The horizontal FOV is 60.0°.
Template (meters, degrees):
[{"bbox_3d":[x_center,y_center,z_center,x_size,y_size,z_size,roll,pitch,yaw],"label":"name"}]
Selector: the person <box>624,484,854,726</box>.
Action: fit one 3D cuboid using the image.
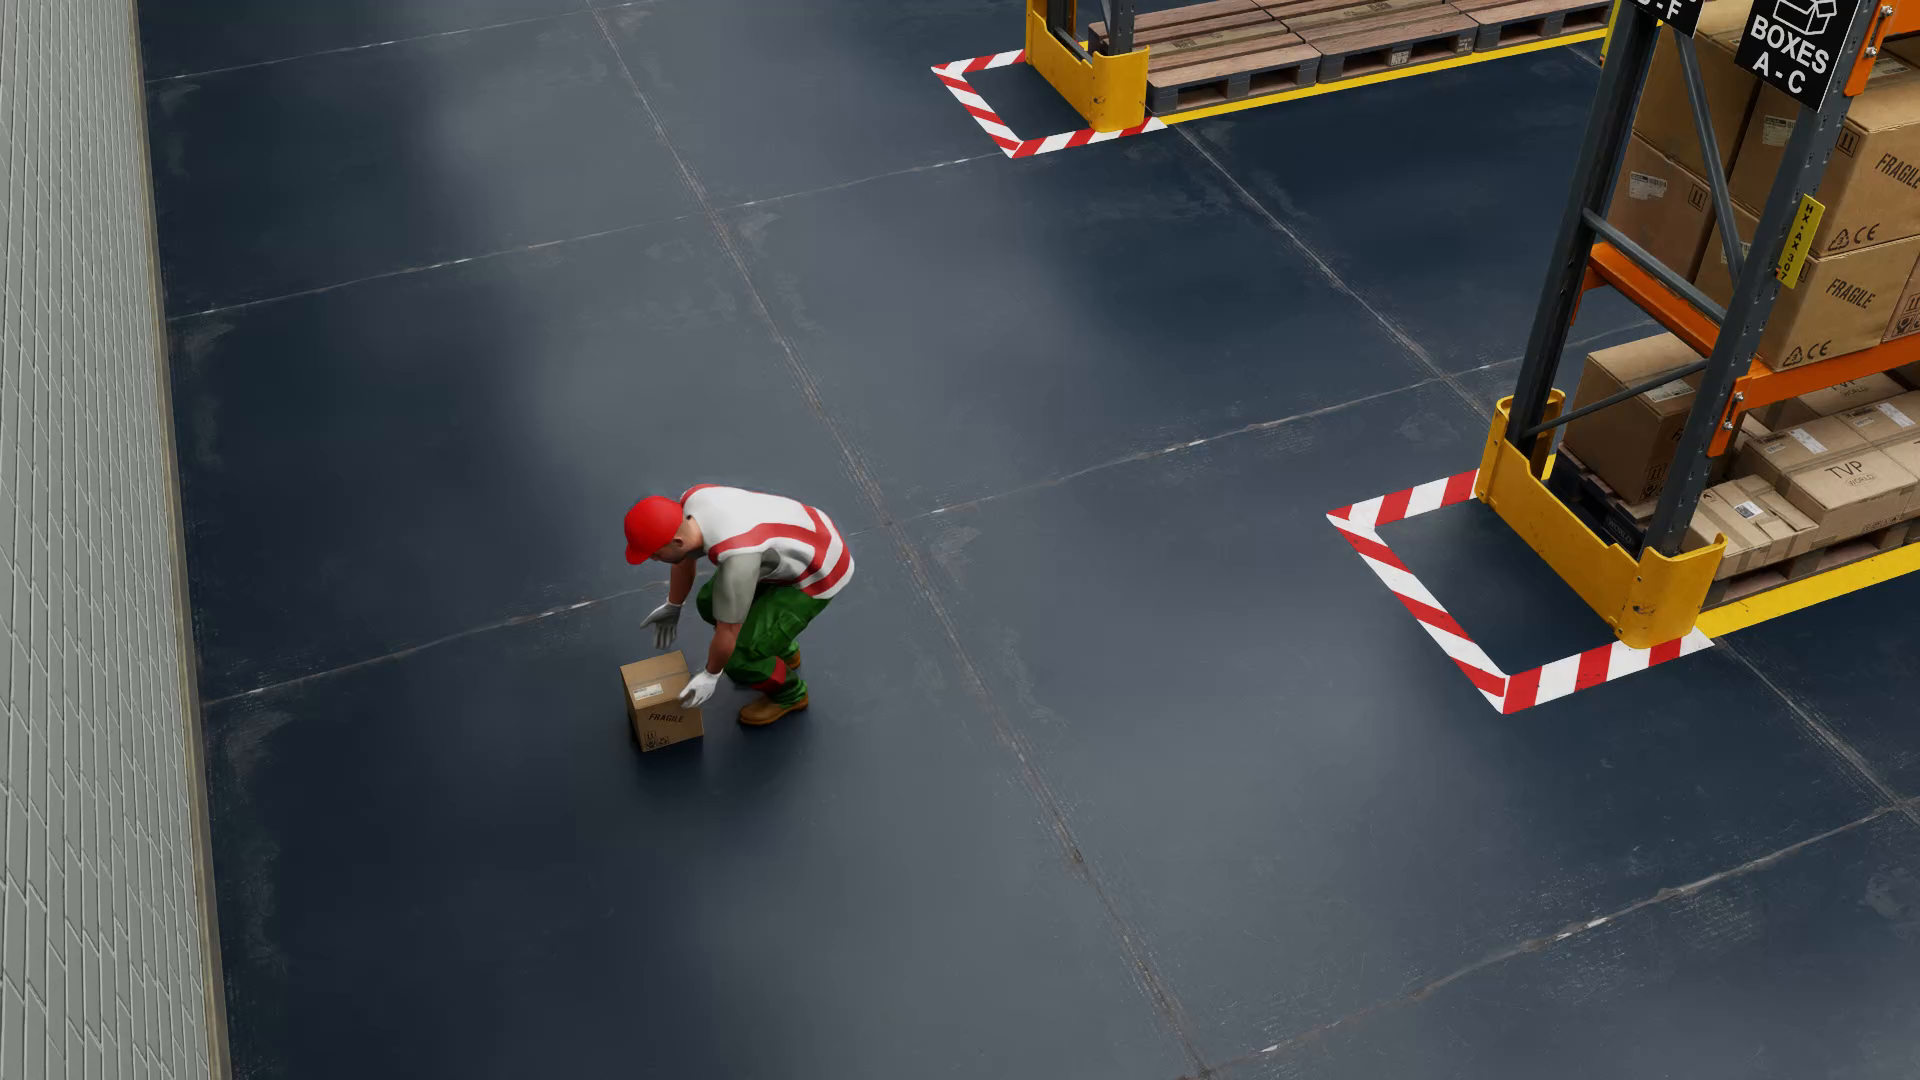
[{"bbox_3d":[-0.818,0.217,6.363,0.852,1.172,0.584,-15,44,-17],"label":"person"}]
